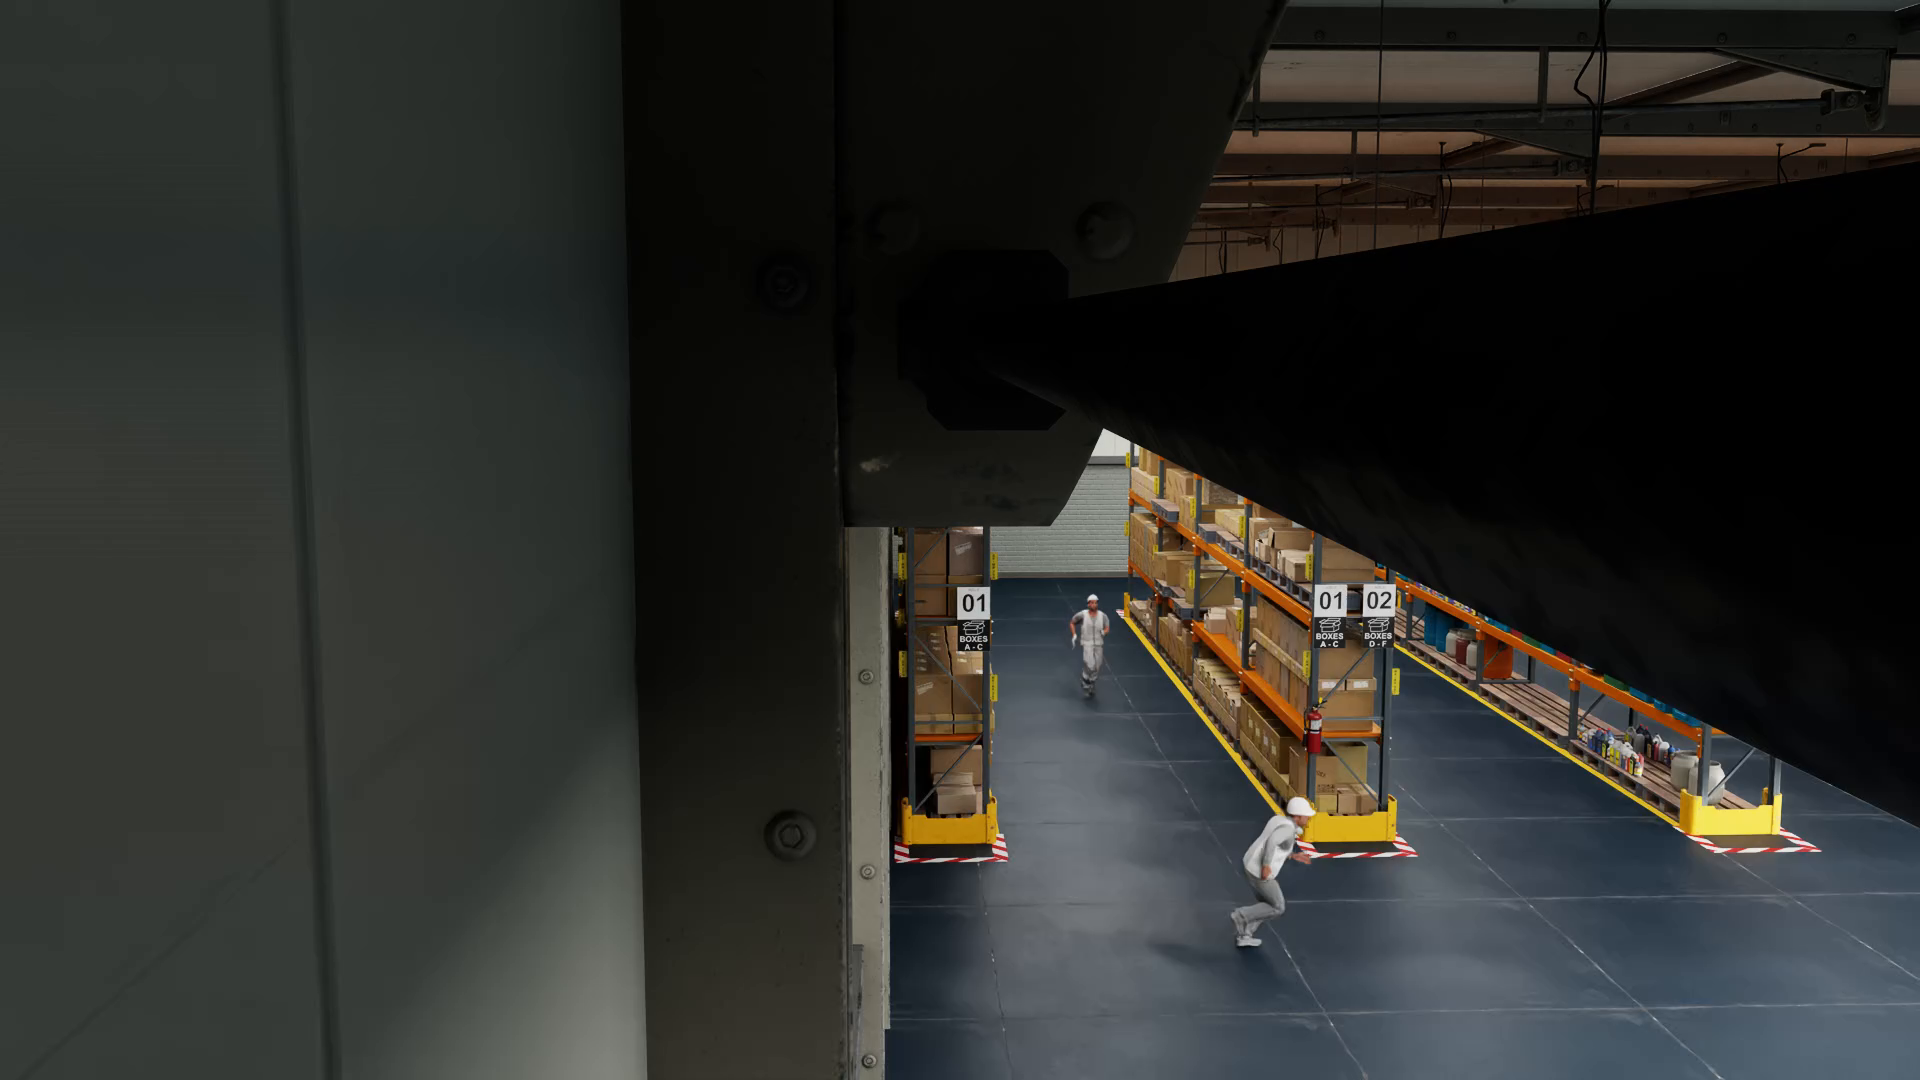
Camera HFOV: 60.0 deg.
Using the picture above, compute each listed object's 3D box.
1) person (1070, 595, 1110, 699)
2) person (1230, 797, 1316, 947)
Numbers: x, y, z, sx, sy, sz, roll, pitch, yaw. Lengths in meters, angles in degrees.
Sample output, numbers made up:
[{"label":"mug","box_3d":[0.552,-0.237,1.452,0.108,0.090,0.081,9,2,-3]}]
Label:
[{"label":"person","box_3d":[2.250,1.819,28.348,0.643,1.783,0.702,-2,8,-15]},{"label":"person","box_3d":[3.181,3.397,16.905,0.839,1.589,0.680,0,7,3]}]
